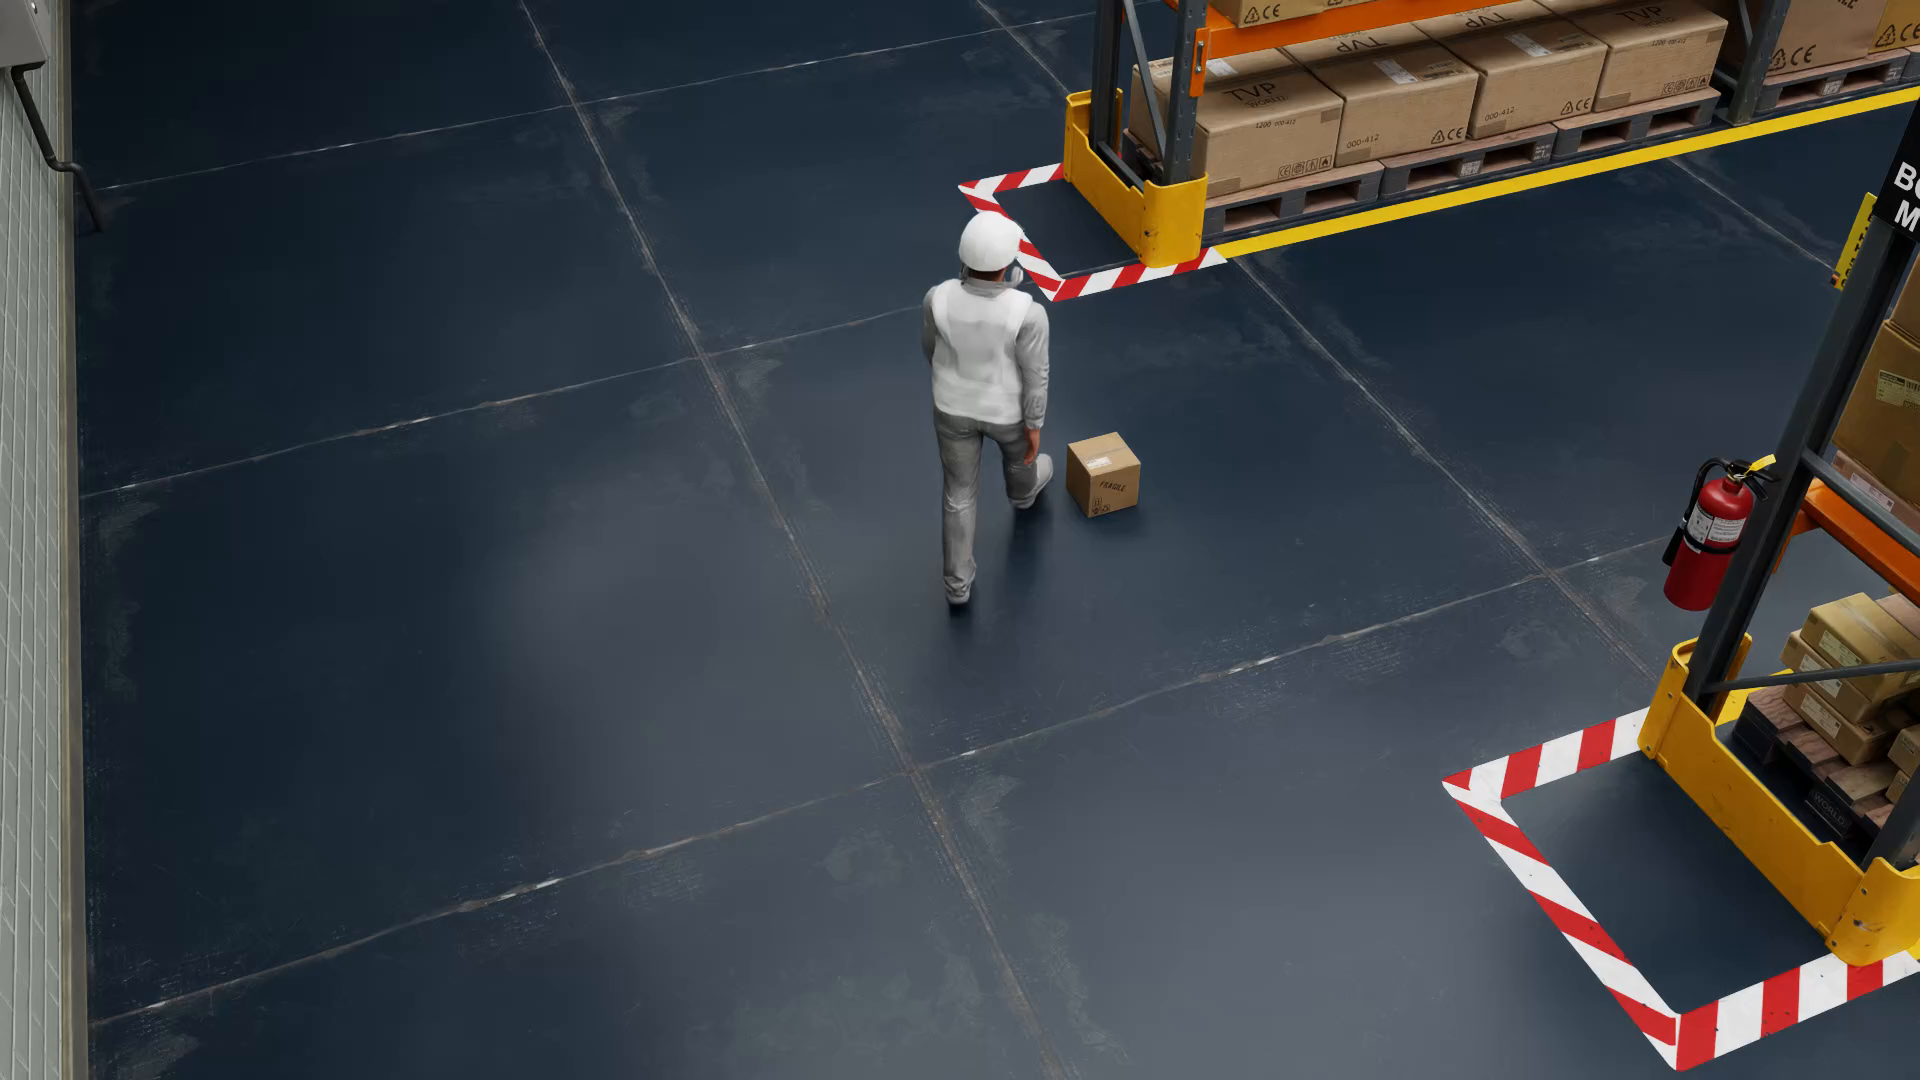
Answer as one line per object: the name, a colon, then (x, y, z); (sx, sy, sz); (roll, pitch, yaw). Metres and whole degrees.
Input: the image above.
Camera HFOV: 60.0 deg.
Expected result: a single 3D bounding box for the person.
person: (0.115, -0.652, 6.872); (0.553, 1.722, 0.983); (7, 42, 8)
